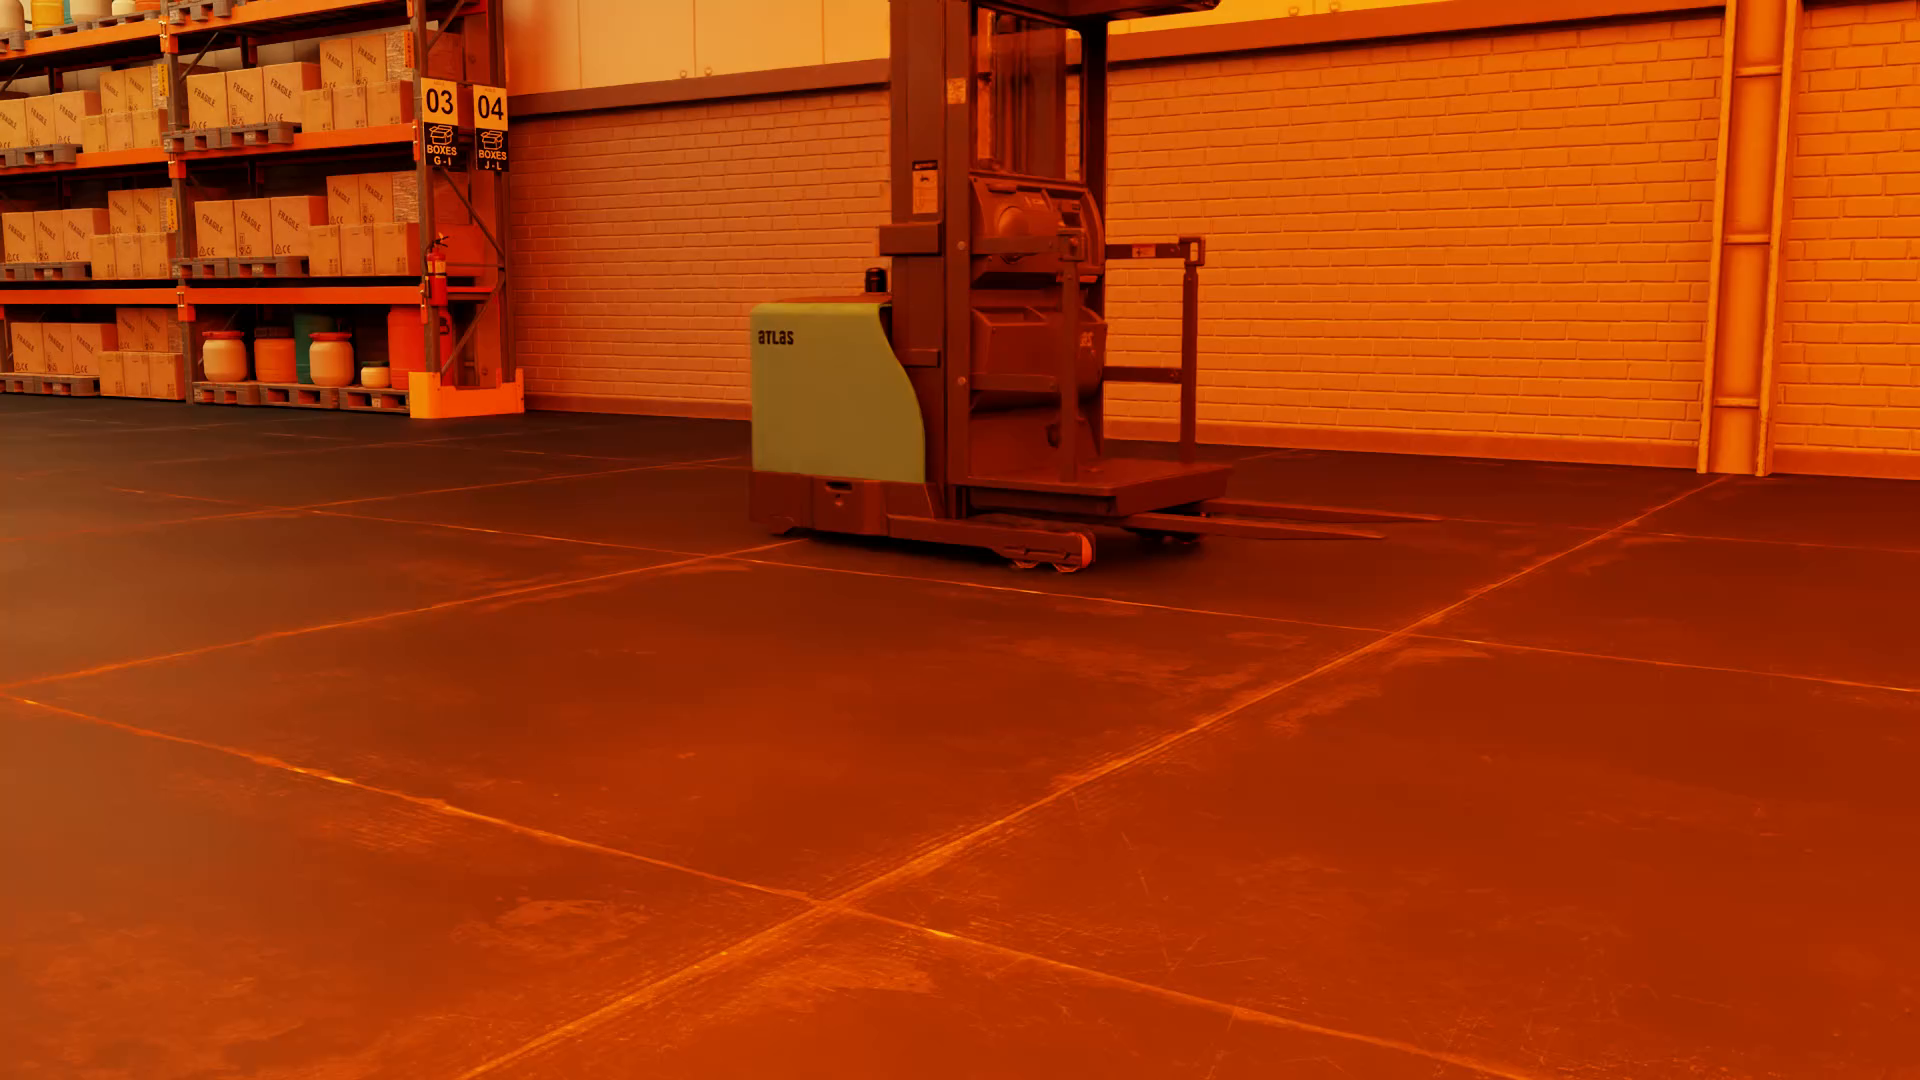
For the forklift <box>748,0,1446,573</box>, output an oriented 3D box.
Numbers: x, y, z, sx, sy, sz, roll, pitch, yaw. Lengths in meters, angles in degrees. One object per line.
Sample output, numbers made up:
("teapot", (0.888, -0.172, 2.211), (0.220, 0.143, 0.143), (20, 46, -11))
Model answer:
("forklift", (0.512, -1.402, 7.050), (3.031, 2.935, 1.130), (6, 10, 36))
